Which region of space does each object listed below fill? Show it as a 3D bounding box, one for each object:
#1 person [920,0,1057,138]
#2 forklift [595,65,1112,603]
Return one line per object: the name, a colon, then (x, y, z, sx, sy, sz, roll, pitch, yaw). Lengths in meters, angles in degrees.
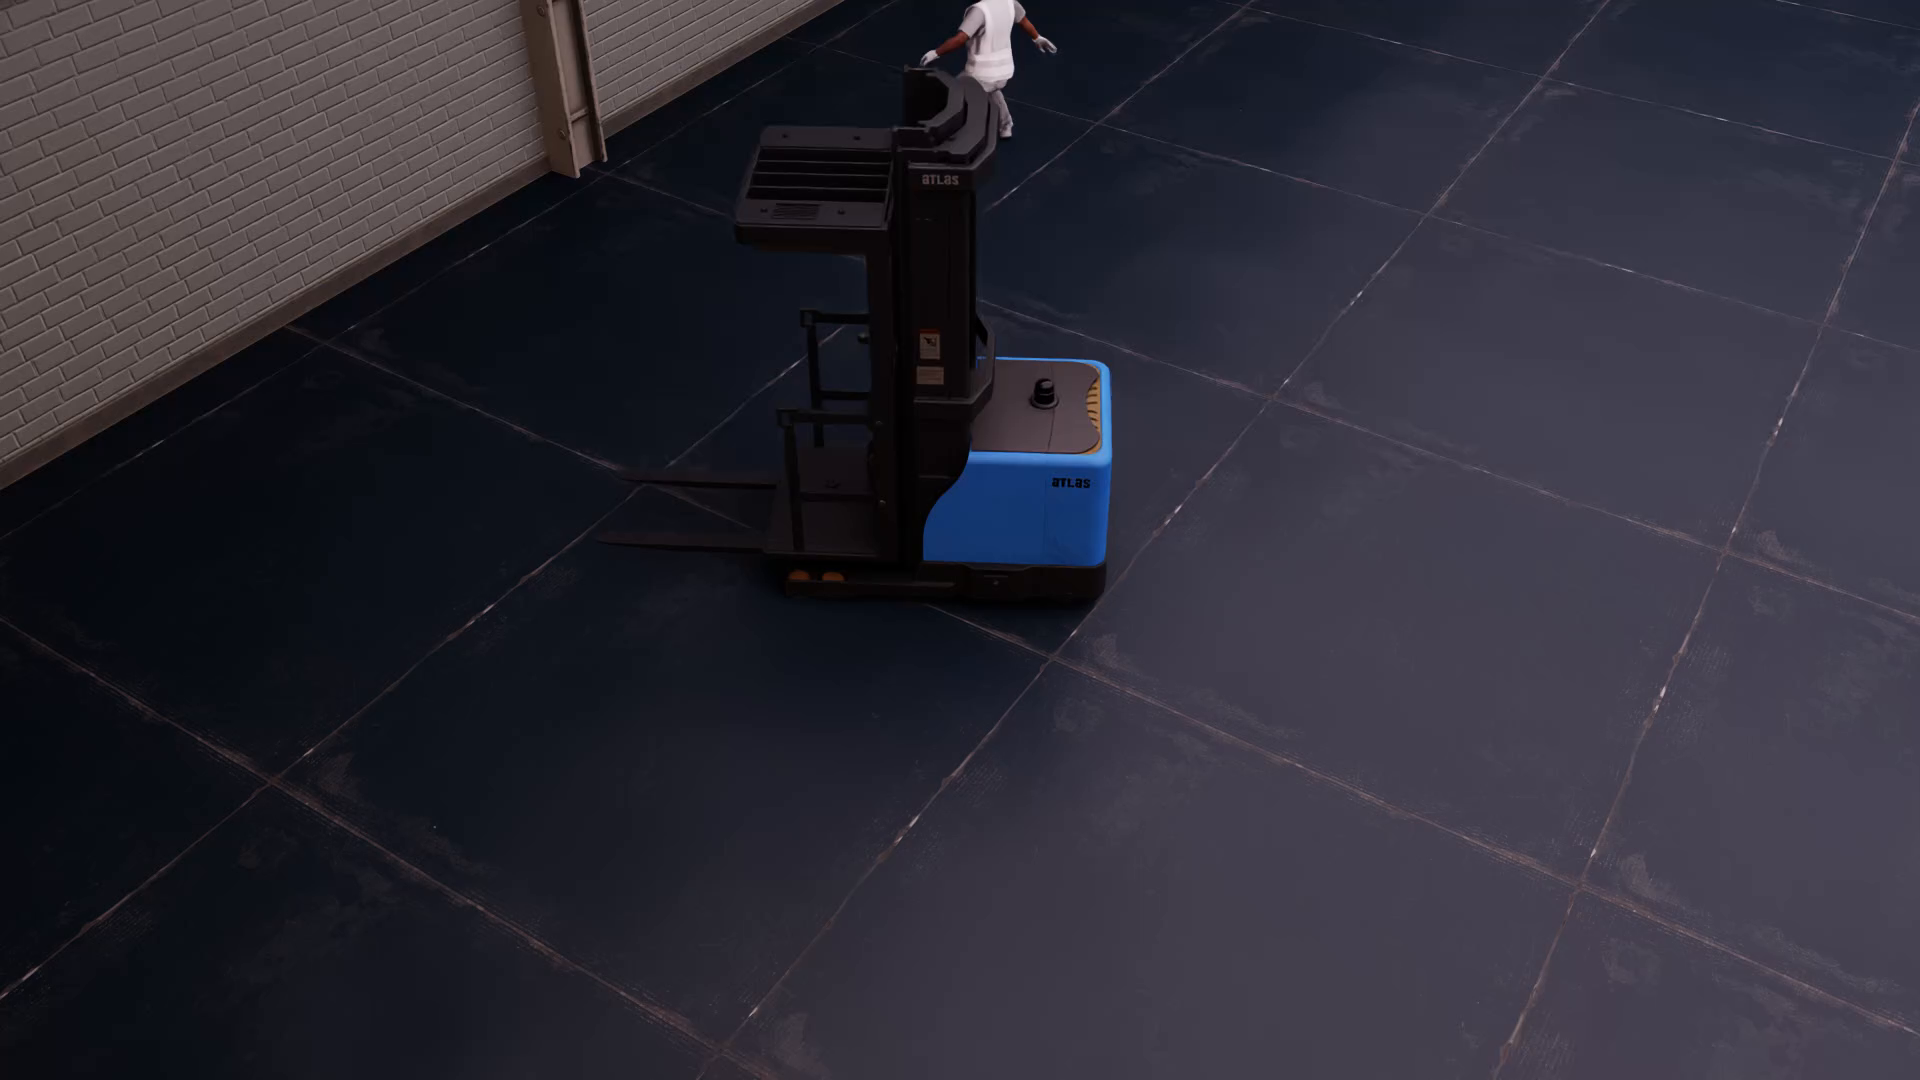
person: (0.233, -3.879, 13.618, 0.555, 1.683, 1.233, 32, 49, 32)
forklift: (-0.639, -1.106, 9.273, 3.031, 2.935, 1.130, 2, 40, 2)
